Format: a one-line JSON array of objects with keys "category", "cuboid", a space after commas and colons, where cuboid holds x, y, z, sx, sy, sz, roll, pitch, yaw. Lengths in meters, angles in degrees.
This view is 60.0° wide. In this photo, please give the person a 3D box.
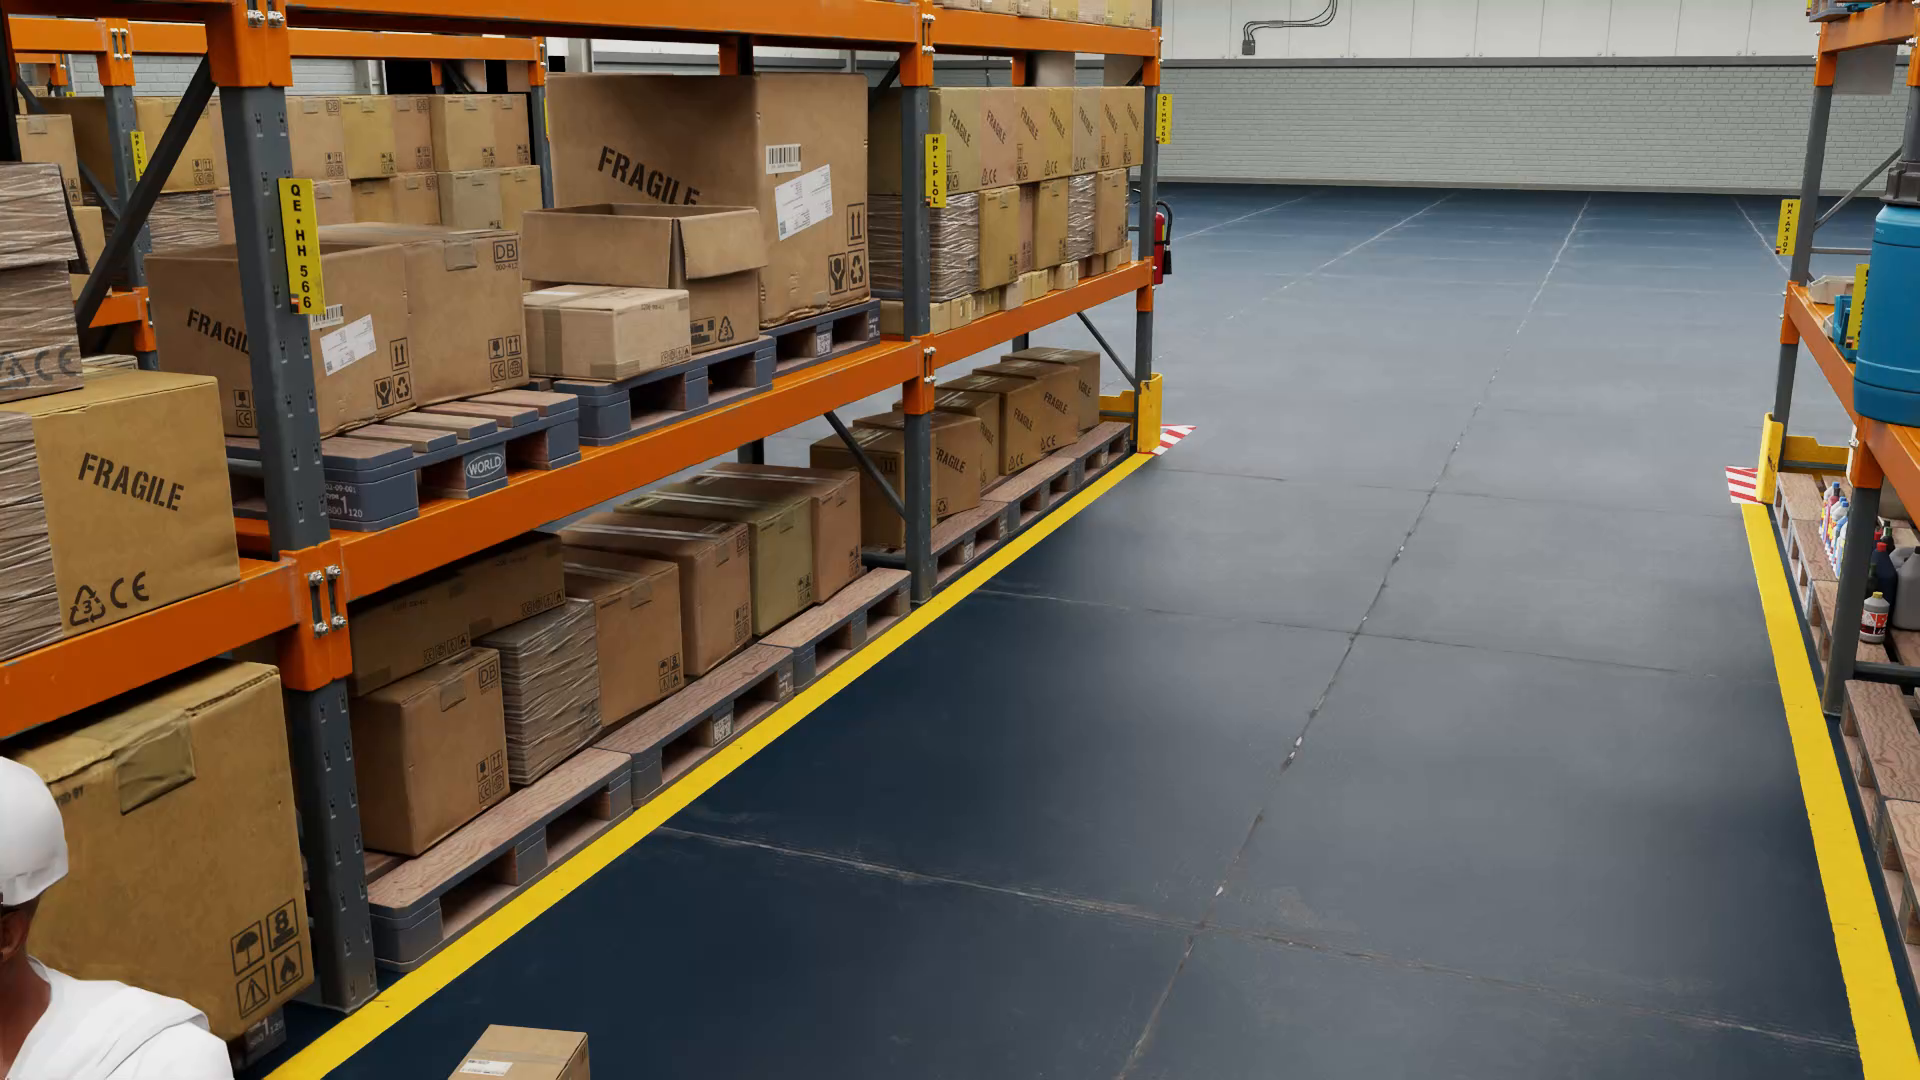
[{"category": "person", "cuboid": [-1.094, 1.128, 1.879, 0.611, 1.818, 0.515, 3, 16, 11]}]
